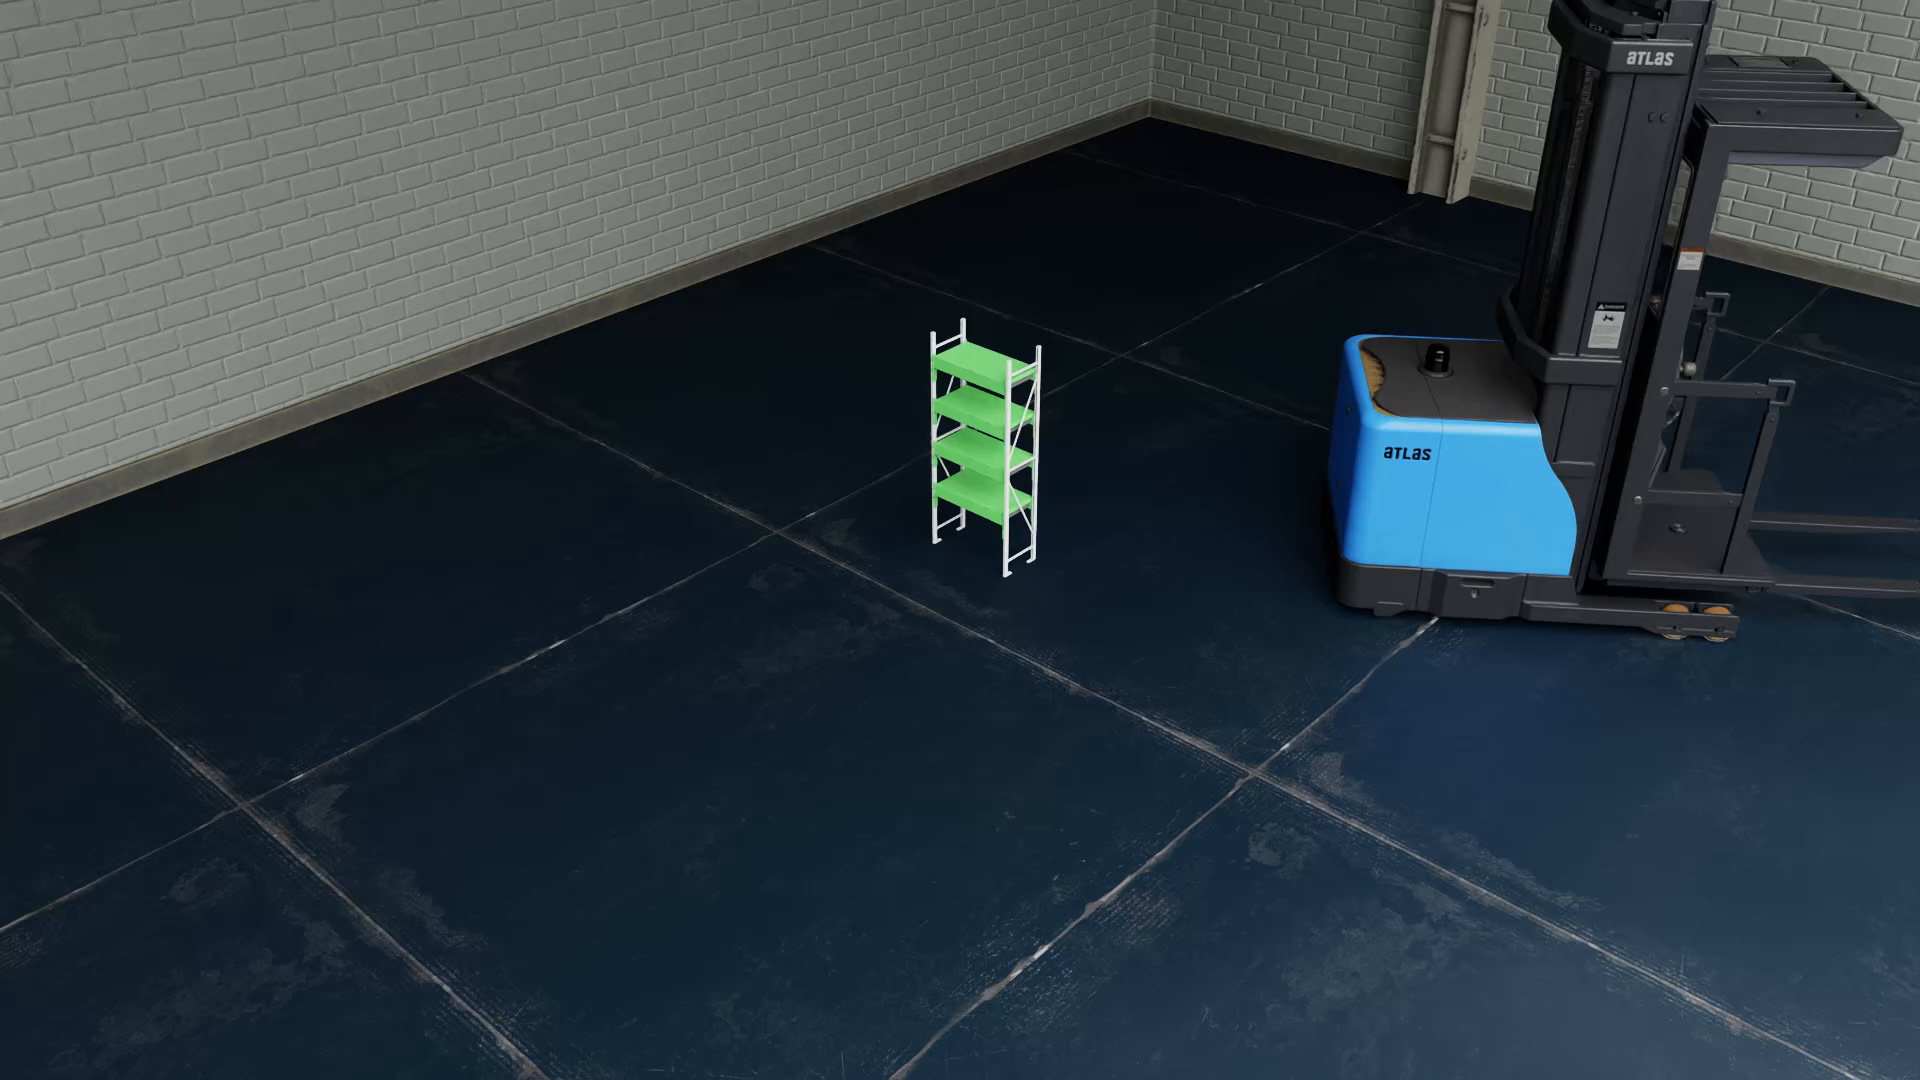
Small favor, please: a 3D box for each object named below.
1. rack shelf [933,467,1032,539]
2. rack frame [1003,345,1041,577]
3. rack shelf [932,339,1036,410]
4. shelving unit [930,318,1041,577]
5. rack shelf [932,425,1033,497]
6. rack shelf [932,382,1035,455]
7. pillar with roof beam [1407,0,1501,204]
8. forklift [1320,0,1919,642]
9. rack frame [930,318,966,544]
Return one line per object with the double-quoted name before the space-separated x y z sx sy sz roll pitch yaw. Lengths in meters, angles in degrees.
"rack shelf" 0.123 -0.196 8.502 0.480 0.148 0.258 25 39 35
"rack frame" 0.304 -0.372 8.205 0.015 1.200 0.240 25 39 35
"rack shelf" 0.123 -0.813 8.131 0.480 0.148 0.258 25 39 35
"shelving unit" 0.123 -0.457 8.345 0.503 1.200 0.258 25 39 35
"rack shelf" 0.123 -0.402 8.378 0.480 0.148 0.258 25 39 35
"rack shelf" 0.123 -0.608 8.255 0.480 0.148 0.258 25 39 35
"pillar with roof beam" 0.959 -4.997 8.326 0.400 9.000 9.100 25 39 35
"forklift" 3.384 -1.059 7.668 3.031 2.935 1.130 3 31 5
"rack frame" -0.058 -0.541 8.486 0.015 1.200 0.240 25 39 35
